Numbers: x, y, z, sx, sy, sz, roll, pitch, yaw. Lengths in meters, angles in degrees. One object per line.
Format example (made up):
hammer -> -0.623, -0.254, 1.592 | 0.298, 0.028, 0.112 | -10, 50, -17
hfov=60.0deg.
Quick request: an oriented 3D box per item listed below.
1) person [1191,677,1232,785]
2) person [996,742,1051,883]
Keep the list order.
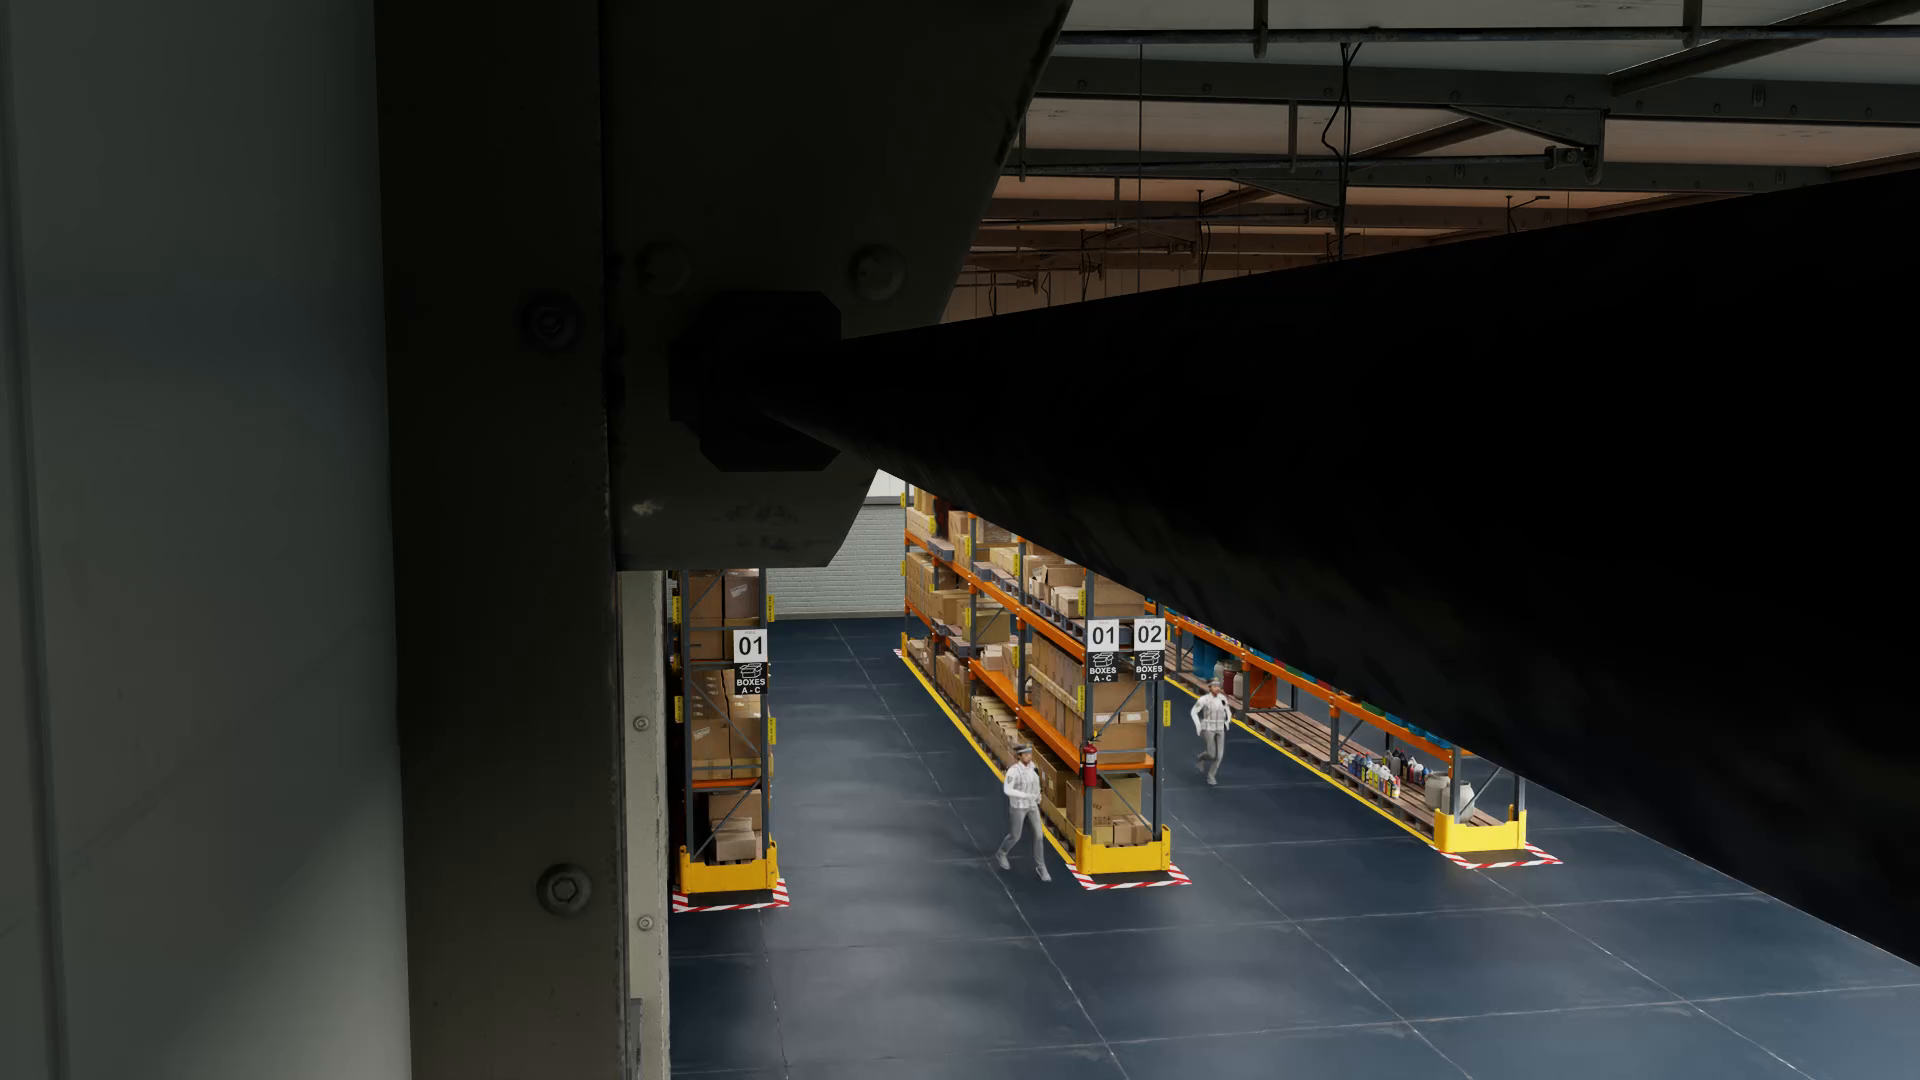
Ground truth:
person -> 3.859, 2.893, 25.350 | 0.620, 1.652, 0.555 | -2, 6, -15
person -> 0.774, 3.348, 20.684 | 0.643, 1.742, 0.830 | -4, 7, -37
